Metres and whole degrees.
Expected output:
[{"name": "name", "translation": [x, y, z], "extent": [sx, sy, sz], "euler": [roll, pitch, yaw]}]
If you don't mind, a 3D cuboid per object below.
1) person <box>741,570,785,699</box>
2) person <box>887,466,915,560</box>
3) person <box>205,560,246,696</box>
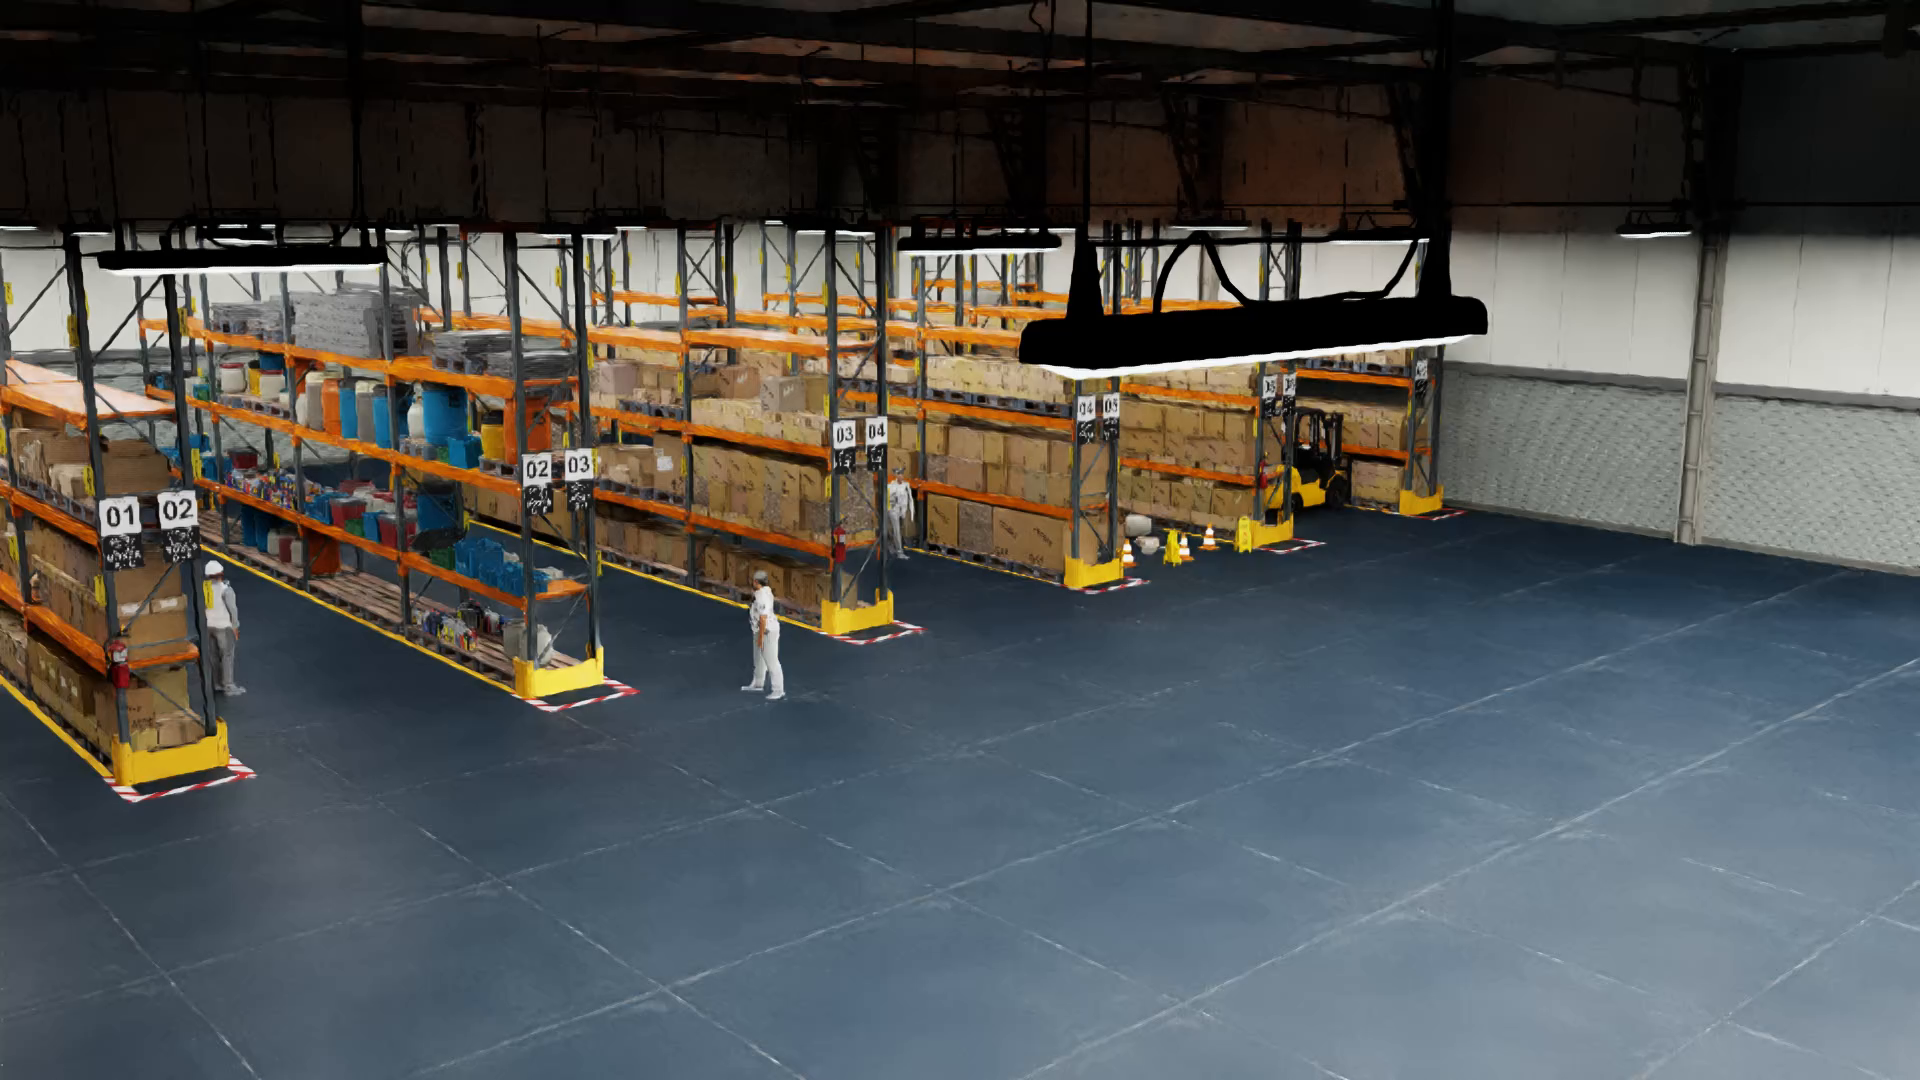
[{"name": "person", "translation": [-2.587, 1.205, 21.651], "extent": [0.556, 1.659, 0.598], "euler": [-2, 12, -10]}, {"name": "person", "translation": [-1.053, -0.504, 28.842], "extent": [0.481, 1.614, 1.007], "euler": [-7, 14, -32]}, {"name": "person", "translation": [-9.649, 1.127, 21.747], "extent": [0.584, 1.772, 0.450], "euler": [4, 12, 17]}]
